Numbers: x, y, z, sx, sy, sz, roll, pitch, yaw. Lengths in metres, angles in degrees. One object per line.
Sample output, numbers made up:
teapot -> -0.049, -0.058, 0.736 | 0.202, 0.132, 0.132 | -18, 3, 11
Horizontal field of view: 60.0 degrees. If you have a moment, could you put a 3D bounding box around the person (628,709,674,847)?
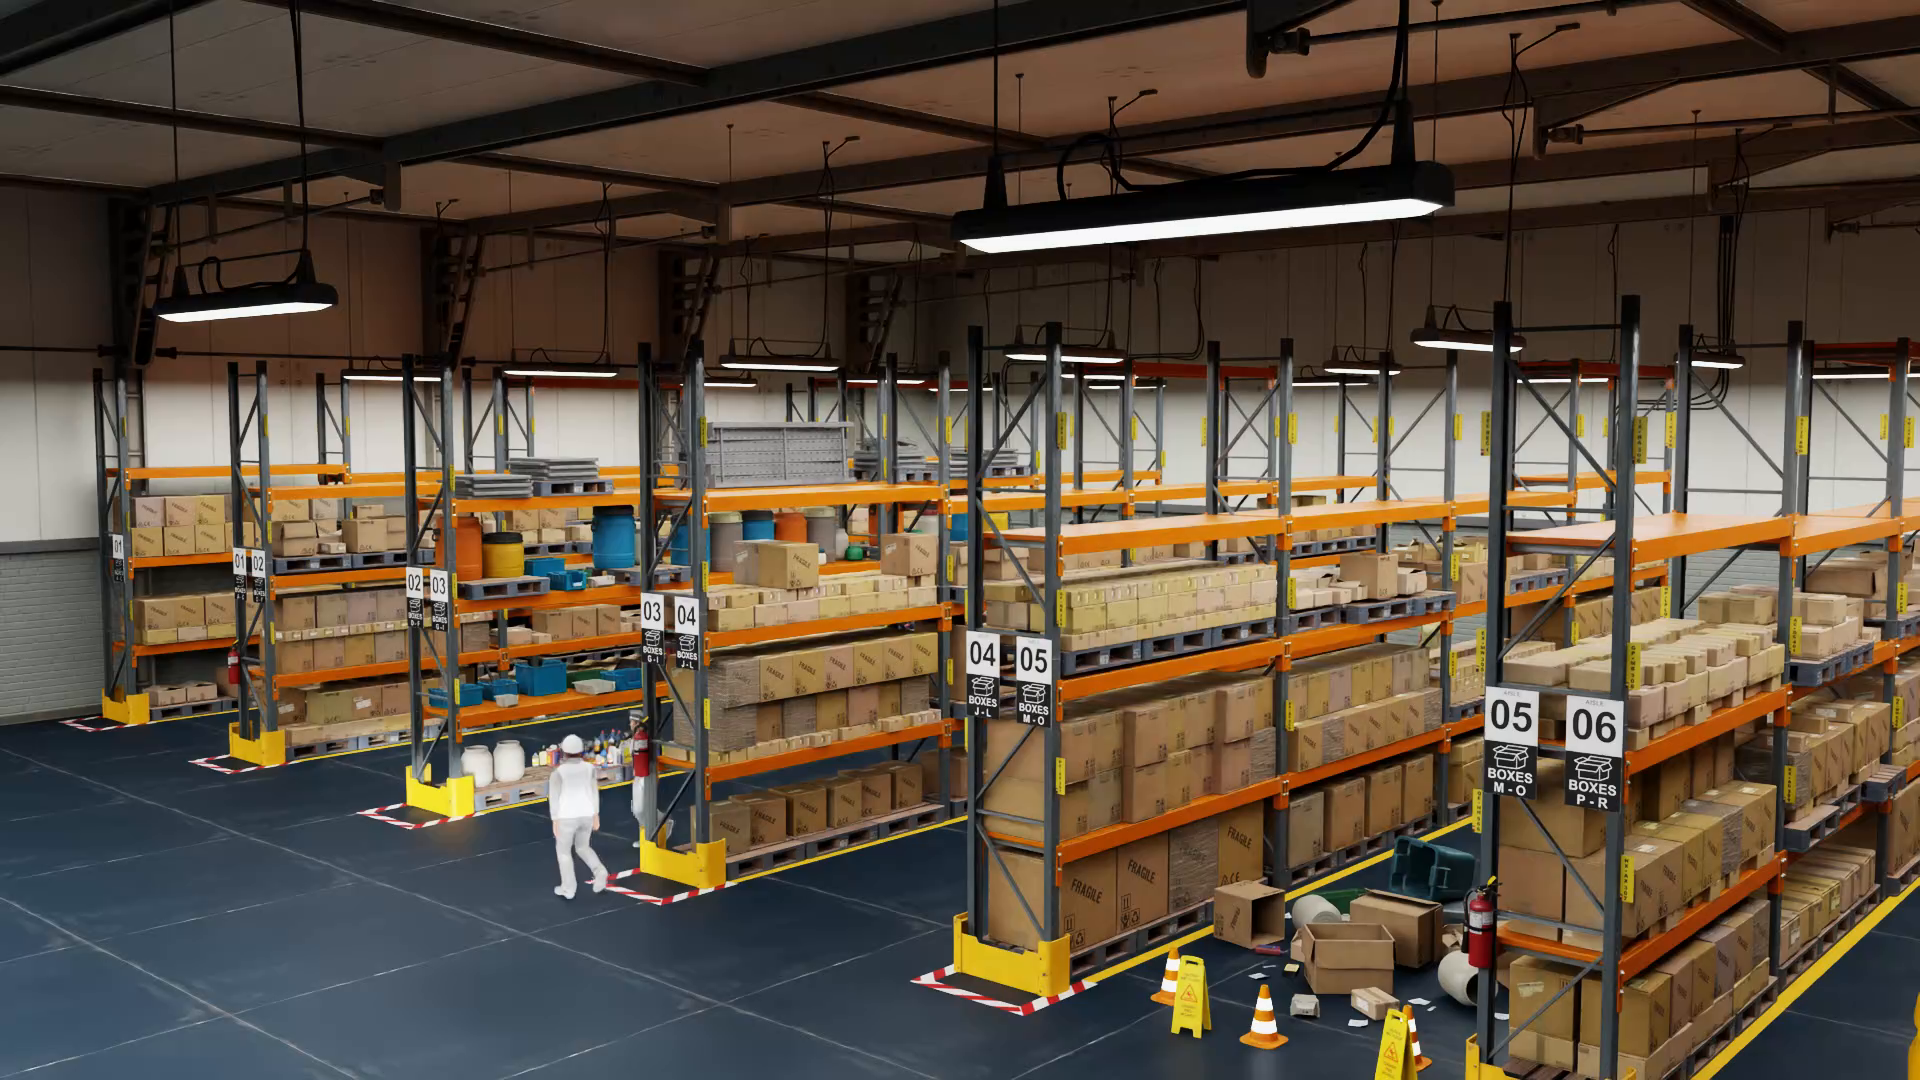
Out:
person -> -3.743, 2.867, 20.119 | 0.507, 1.655, 0.565 | -2, 5, -25

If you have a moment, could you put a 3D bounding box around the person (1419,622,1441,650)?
person -> 8.821, 2.048, 31.123 | 0.427, 1.604, 1.105 | 1, 4, 7

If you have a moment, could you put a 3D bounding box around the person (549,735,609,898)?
person -> -4.109, 2.962, 17.798 | 0.664, 1.762, 0.530 | 4, 5, 40
